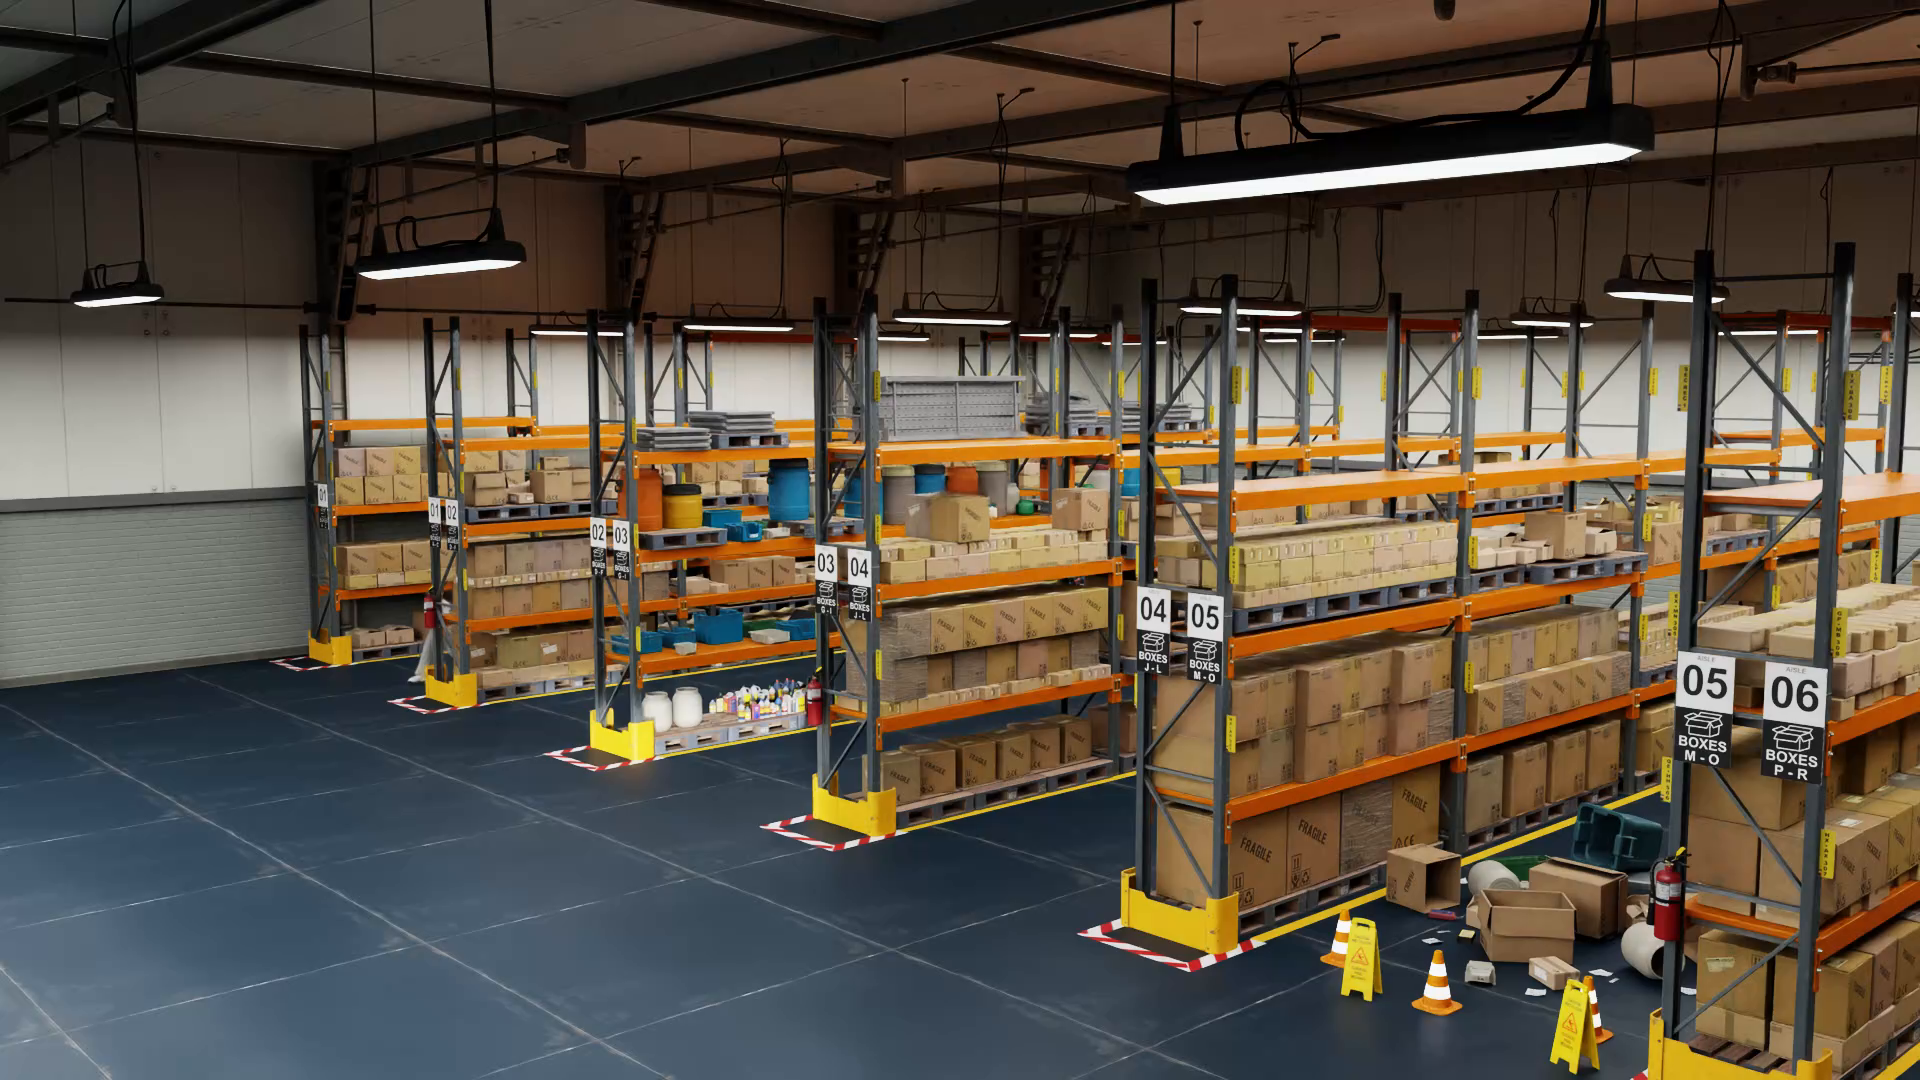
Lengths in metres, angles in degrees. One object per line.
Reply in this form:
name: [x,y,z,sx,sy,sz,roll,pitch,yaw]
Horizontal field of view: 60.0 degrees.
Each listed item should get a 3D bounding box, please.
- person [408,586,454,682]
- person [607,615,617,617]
person: [-8.728,1.532,27.785,0.520,1.599,1.097,4,7,31]
person: [-6.881,1.078,32.054,1.110,1.664,0.505,-5,8,-43]
